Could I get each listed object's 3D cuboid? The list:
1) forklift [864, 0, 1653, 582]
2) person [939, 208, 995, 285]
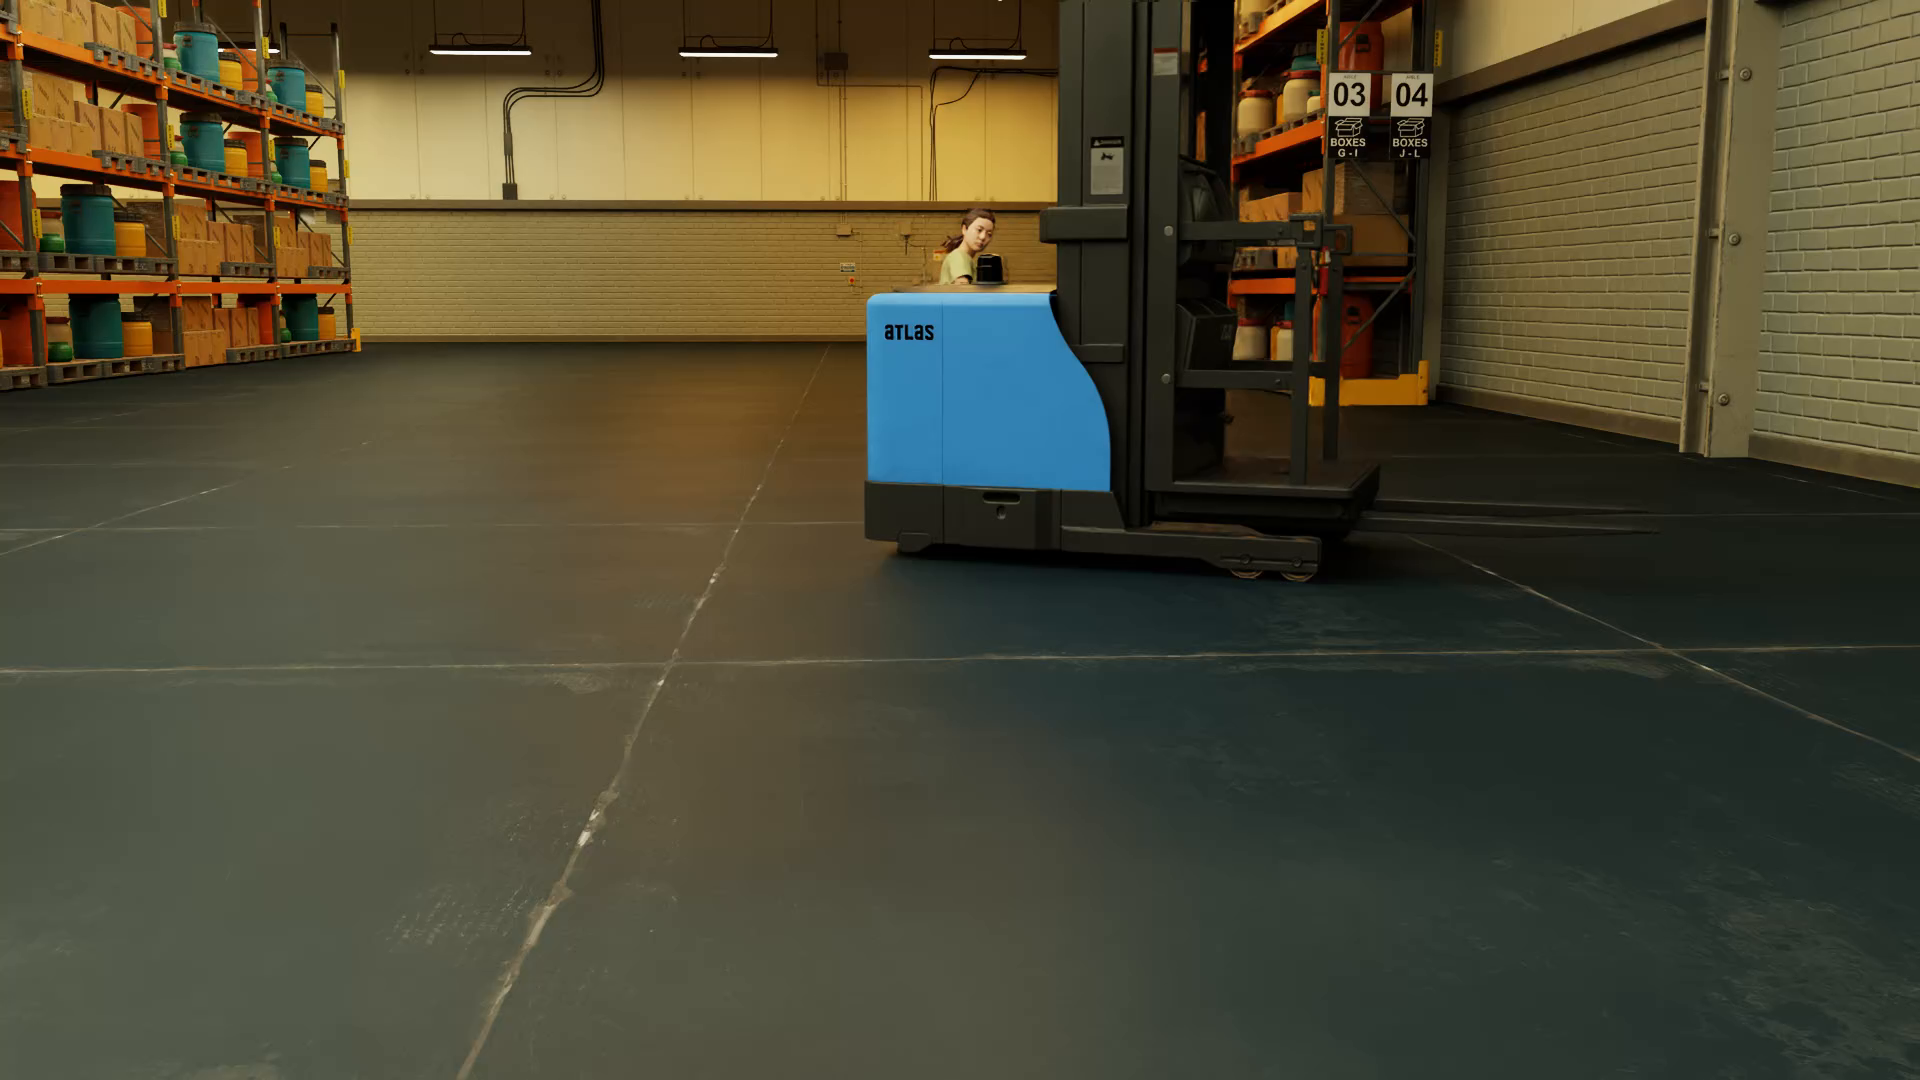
[{"bbox_3d":[1.179,-1.380,6.622,3.031,2.935,1.130,3,9,19],"label":"forklift"},{"bbox_3d":[0.137,-1.070,9.283,0.774,1.545,0.787,-3,9,-19],"label":"person"}]
